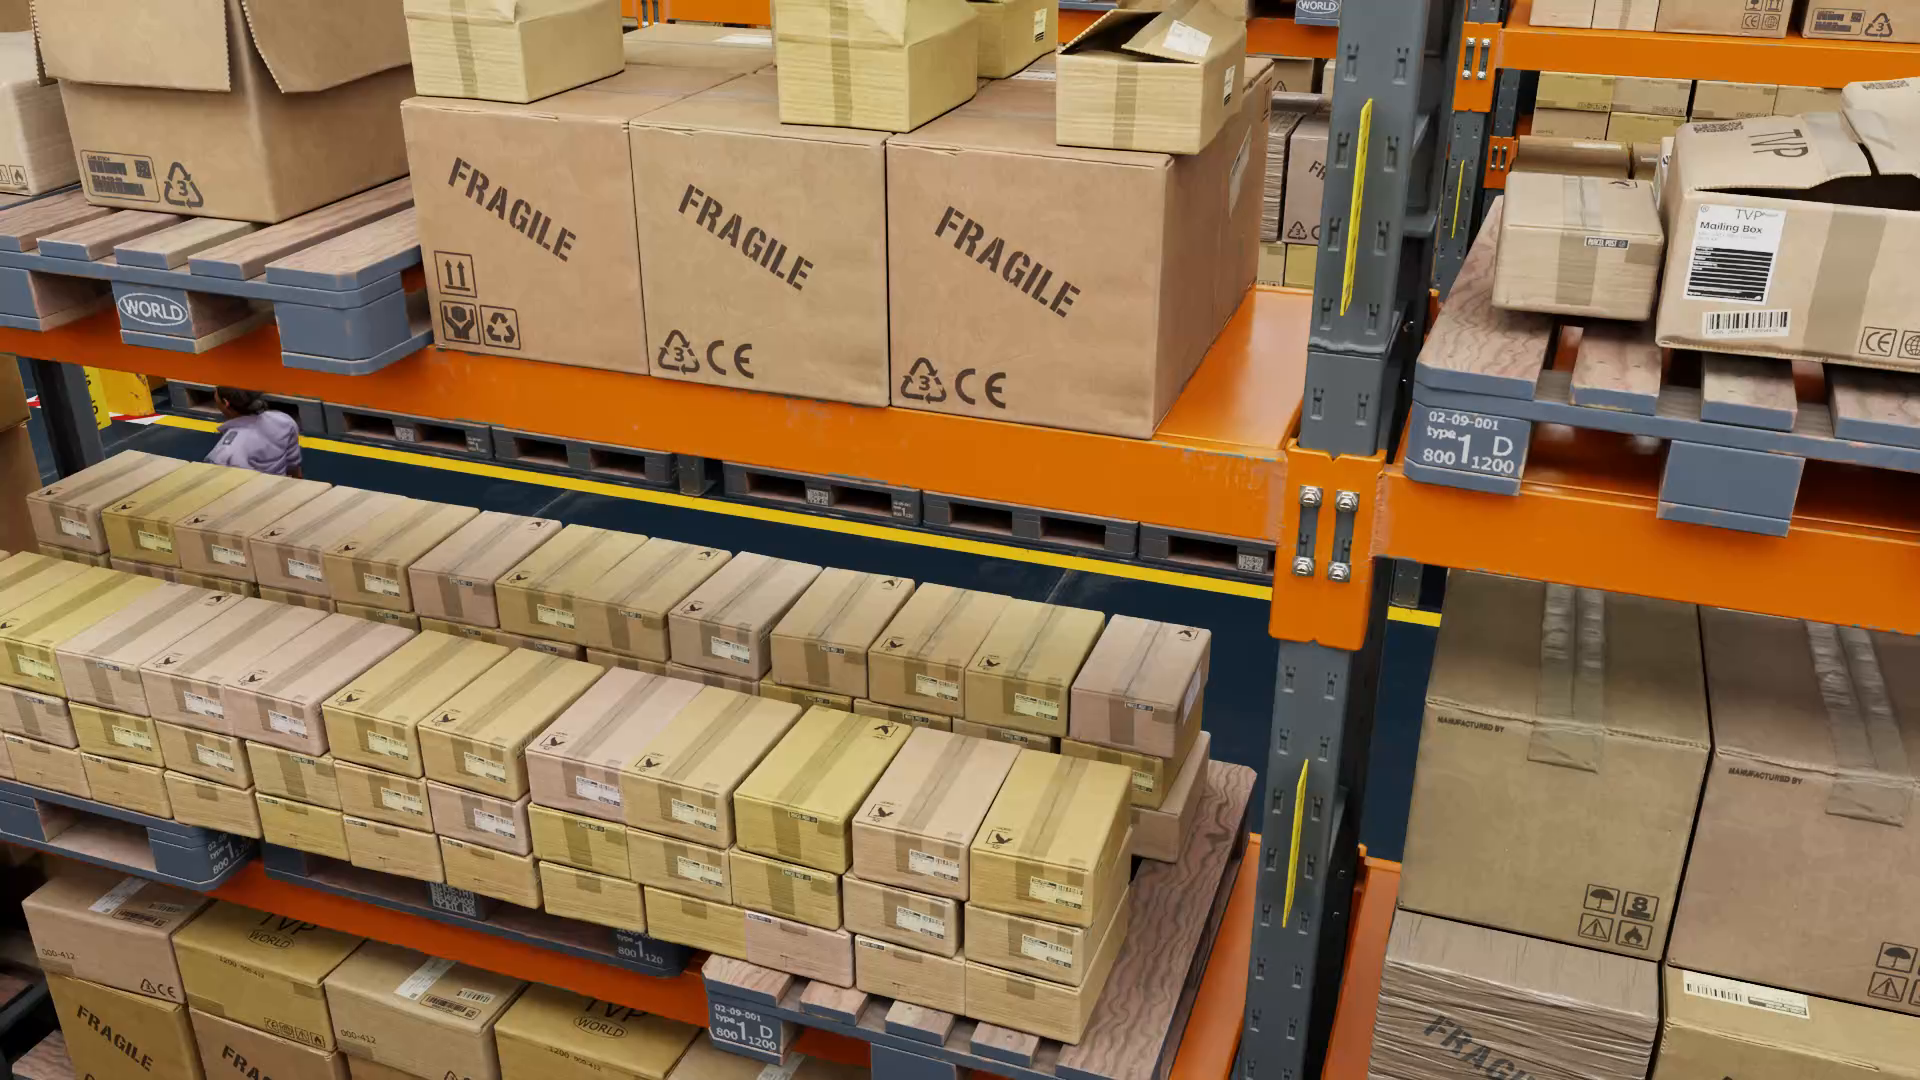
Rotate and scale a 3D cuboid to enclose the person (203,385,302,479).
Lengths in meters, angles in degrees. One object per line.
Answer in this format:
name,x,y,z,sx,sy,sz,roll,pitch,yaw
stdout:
person,-2.911,0.009,7.094,0.800,1.615,0.473,9,27,18
